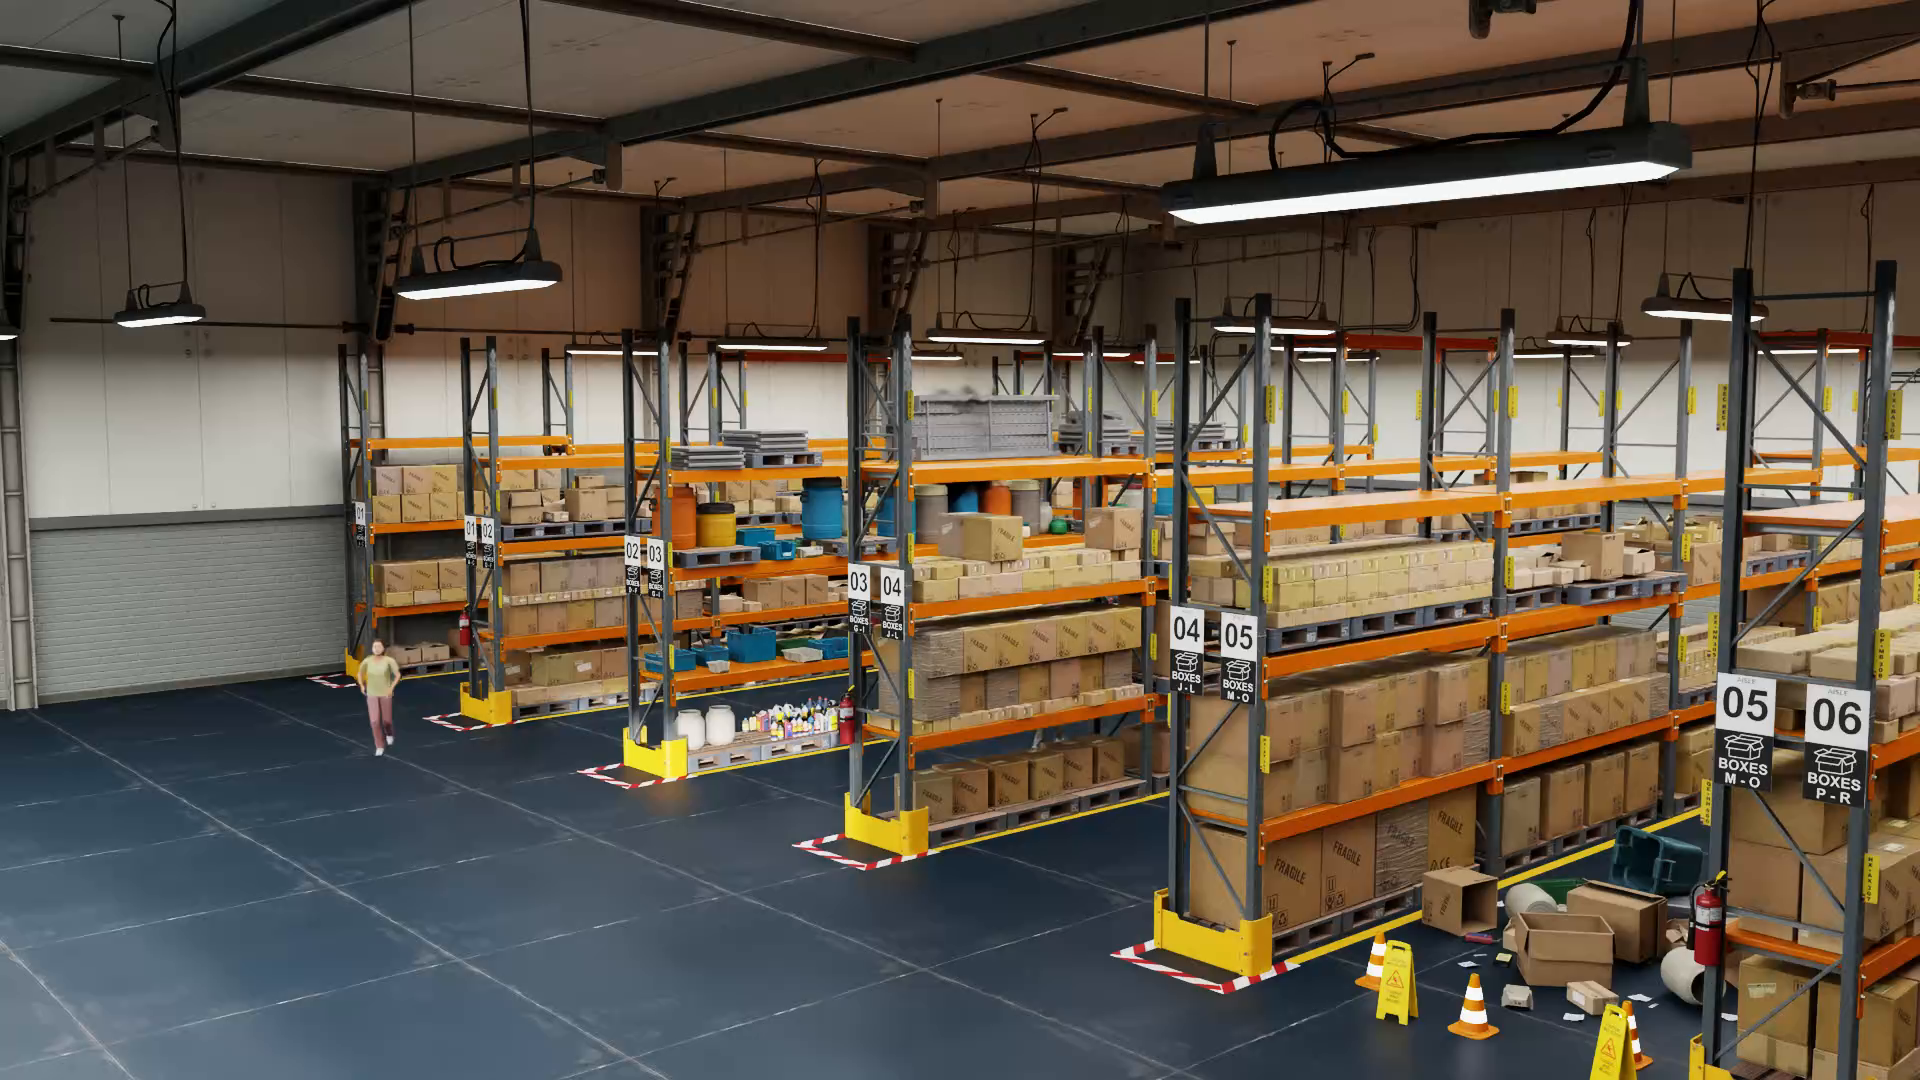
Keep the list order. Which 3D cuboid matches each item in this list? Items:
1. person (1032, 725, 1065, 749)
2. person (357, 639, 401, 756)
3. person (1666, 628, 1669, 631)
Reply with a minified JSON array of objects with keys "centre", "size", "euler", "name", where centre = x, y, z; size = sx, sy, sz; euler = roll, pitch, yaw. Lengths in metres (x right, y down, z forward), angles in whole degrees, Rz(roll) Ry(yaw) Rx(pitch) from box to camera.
[{"centre":[1.161,2.115,22.488],"size":[0.558,1.501,0.678],"euler":[5,7,42],"name":"person"},{"centre":[-8.310,2.219,23.784],"size":[0.602,1.643,0.643],"euler":[-1,5,-12],"name":"person"},{"centre":[10.727,2.125,25.000],"size":[0.831,1.655,0.587],"euler":[-4,7,-38],"name":"person"}]
